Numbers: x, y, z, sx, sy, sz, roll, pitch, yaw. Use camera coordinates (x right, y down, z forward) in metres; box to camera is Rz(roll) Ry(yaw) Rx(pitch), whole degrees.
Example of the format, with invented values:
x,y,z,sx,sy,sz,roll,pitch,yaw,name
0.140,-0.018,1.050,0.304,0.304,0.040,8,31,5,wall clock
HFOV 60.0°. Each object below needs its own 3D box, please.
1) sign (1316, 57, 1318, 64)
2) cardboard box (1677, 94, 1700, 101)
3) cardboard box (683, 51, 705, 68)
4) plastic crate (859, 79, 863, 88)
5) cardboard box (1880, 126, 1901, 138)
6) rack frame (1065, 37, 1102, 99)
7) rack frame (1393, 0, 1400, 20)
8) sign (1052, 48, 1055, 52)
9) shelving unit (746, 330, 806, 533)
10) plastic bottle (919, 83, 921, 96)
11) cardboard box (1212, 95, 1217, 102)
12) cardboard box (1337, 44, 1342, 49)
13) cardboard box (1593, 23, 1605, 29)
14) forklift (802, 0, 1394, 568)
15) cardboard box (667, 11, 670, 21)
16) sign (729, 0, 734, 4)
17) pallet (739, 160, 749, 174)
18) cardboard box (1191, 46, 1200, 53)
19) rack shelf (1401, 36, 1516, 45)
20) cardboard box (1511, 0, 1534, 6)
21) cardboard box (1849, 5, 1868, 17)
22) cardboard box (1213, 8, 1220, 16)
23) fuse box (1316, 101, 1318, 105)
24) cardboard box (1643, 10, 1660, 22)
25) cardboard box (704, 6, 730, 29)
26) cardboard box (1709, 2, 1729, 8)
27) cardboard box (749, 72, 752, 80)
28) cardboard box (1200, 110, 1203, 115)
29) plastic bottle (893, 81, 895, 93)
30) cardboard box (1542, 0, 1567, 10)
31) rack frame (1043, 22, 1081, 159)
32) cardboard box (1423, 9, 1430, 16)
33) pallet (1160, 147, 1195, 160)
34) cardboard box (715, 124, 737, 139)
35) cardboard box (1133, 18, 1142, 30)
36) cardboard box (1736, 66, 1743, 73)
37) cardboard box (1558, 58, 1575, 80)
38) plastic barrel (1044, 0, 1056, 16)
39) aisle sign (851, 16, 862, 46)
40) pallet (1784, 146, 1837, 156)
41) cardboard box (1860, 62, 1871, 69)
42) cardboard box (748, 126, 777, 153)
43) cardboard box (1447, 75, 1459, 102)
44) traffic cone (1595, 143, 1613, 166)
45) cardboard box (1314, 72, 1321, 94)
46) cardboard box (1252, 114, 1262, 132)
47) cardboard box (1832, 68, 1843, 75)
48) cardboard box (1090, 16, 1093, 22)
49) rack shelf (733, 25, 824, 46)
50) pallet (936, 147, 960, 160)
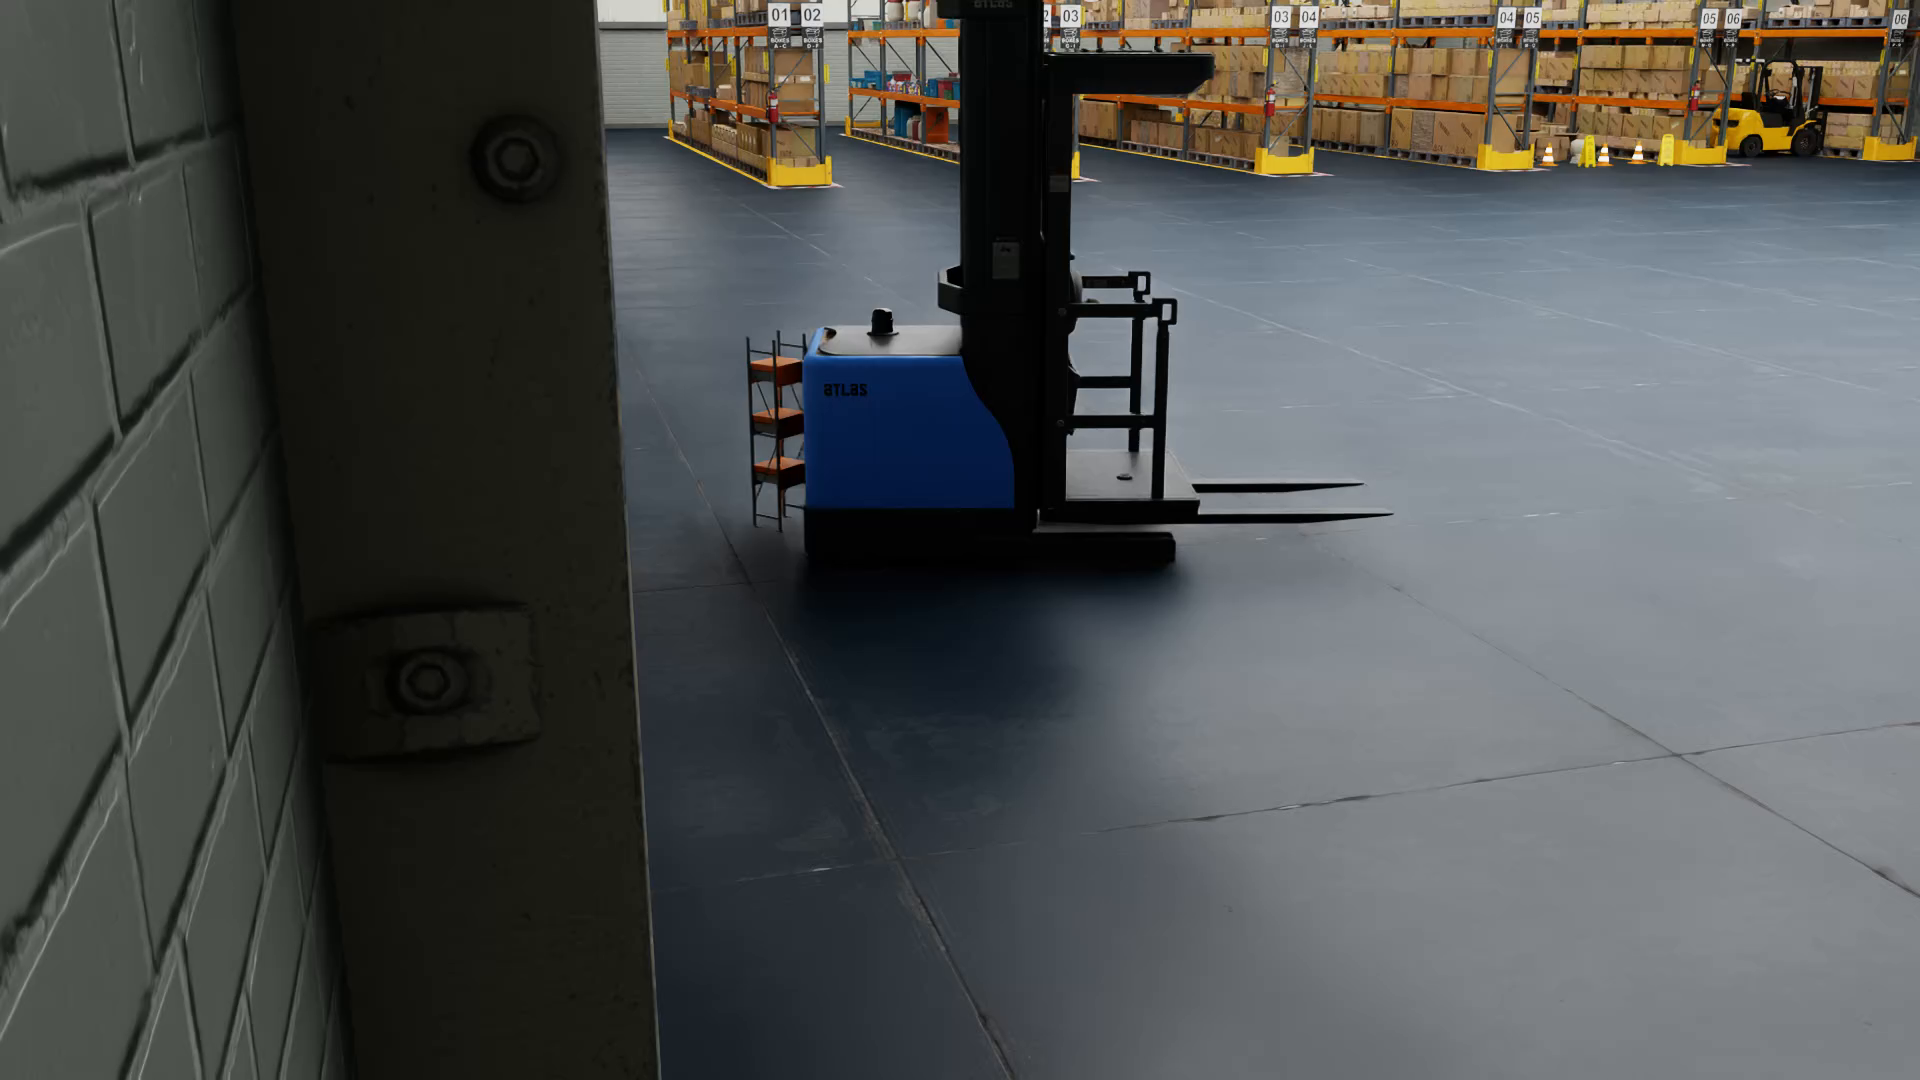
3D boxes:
x,y,z,sx,sy,sz,roll,pitch,yaw,name
12.055,-16.162,56.038,0.339,0.242,0.001,-5,17,-15,sign
15.766,-9.570,35.967,0.380,0.149,0.250,-4,17,-13,cardboard box
-6.666,-12.004,41.720,0.500,0.500,0.500,-5,17,-15,cardboard box
-2.500,-12.345,44.953,0.416,0.233,0.300,-5,17,-15,plastic crate
20.916,-9.268,37.703,0.500,0.250,0.500,-4,17,-14,cardboard box
3.248,-12.140,44.084,1.000,3.000,0.127,-5,17,-15,rack frame
10.244,-13.164,37.067,1.000,3.000,0.127,-5,17,-15,rack frame
2.675,-13.953,47.697,0.100,0.325,0.005,-5,17,-15,sign
-0.980,-0.588,9.016,0.215,1.050,0.252,11,20,33,shelving unit
-0.936,-10.664,39.374,0.061,0.283,0.133,-5,17,-15,plastic bottle
5.584,-9.380,35.332,0.380,0.149,0.250,-5,17,-15,cardboard box
11.509,-14.747,49.725,0.380,0.149,0.250,-4,17,-14,cardboard box
14.841,-11.844,38.322,0.380,0.149,0.250,-5,17,-15,cardboard box
0.715,-1.413,8.495,3.031,2.935,1.130,0,17,-1,forklift
-7.486,-13.906,44.140,0.500,0.250,0.500,-5,17,-15,cardboard box
-4.598,-10.934,33.411,0.100,0.325,0.005,-5,17,-15,sign
-3.901,-7.586,33.772,1.003,0.211,1.213,-5,17,-15,pallet
5.326,-10.452,36.035,0.500,0.500,0.500,-5,17,-15,cardboard box
13.326,-13.462,44.523,1.077,0.370,4.000,-5,17,-15,rack shelf
11.457,-11.095,34.231,0.500,0.250,0.500,-5,17,-15,cardboard box
20.257,-11.894,37.382,0.396,0.266,0.258,-5,17,-15,cardboard box
5.531,-11.078,34.904,0.380,0.149,0.250,-5,17,-16,cardboard box
12.165,-15.096,56.166,0.539,1.711,0.414,-5,17,-15,fuse box
15.391,-11.514,36.530,0.500,0.250,0.500,-4,17,-14,cardboard box
-5.331,-11.854,37.744,0.910,0.500,0.500,-5,17,-15,cardboard box
16.173,-11.417,35.513,0.380,0.149,0.250,-5,17,-16,cardboard box
-3.976,-9.201,32.998,0.380,0.149,0.250,-5,17,-16,cardboard box
7.115,-12.273,47.720,0.380,0.149,0.250,-4,17,-13,cardboard box
-1.647,-11.393,41.822,0.097,0.271,0.097,0,17,0,plastic bottle
14.392,-12.946,40.218,0.500,0.250,0.500,-4,17,-14,cardboard box
1.784,-8.429,31.731,1.000,3.000,0.127,-5,17,-15,rack frame
10.298,-11.448,36.099,0.380,0.149,0.250,-5,17,-16,cardboard box
5.231,-8.807,37.835,1.003,0.211,1.213,-5,17,-15,pallet
-5.164,-9.091,37.011,0.500,0.311,0.500,-5,17,-17,cardboard box
4.373,-12.106,39.018,0.500,0.250,0.500,-4,17,-14,cardboard box
19.351,-11.609,41.017,0.380,0.149,0.250,-5,17,-16,cardboard box
14.628,-11.212,39.573,0.500,0.500,0.500,-5,17,-16,cardboard box
1.528,-10.397,31.591,0.600,0.830,0.708,-5,17,-15,plastic barrel
-2.919,-14.096,46.078,0.394,0.787,0.004,-5,17,-15,aisle sign
20.264,-9.207,39.168,1.003,0.211,1.213,-5,17,-15,pallet
20.447,-10.647,37.295,0.380,0.149,0.250,-5,17,-15,cardboard box
-3.838,-7.820,32.451,0.500,0.500,0.500,-5,17,-15,cardboard box
10.992,-9.671,35.604,0.875,0.550,0.550,-5,17,-15,cardboard box
13.742,-8.224,35.459,0.336,0.463,0.334,-5,17,-15,traffic cone
9.008,-11.300,41.115,0.500,0.500,0.500,-5,17,-15,cardboard box
8.140,-11.136,44.359,0.500,0.500,0.500,-4,17,-13,cardboard box
20.194,-10.714,38.038,0.380,0.149,0.250,-5,18,-17,cardboard box
3.513,-13.233,42.218,0.380,0.149,0.250,-5,18,-18,cardboard box
-3.530,-9.684,31.944,1.077,0.370,4.000,-5,17,-15,rack shelf
0.092,-8.752,37.654,1.003,0.211,1.213,-5,17,-15,pallet
